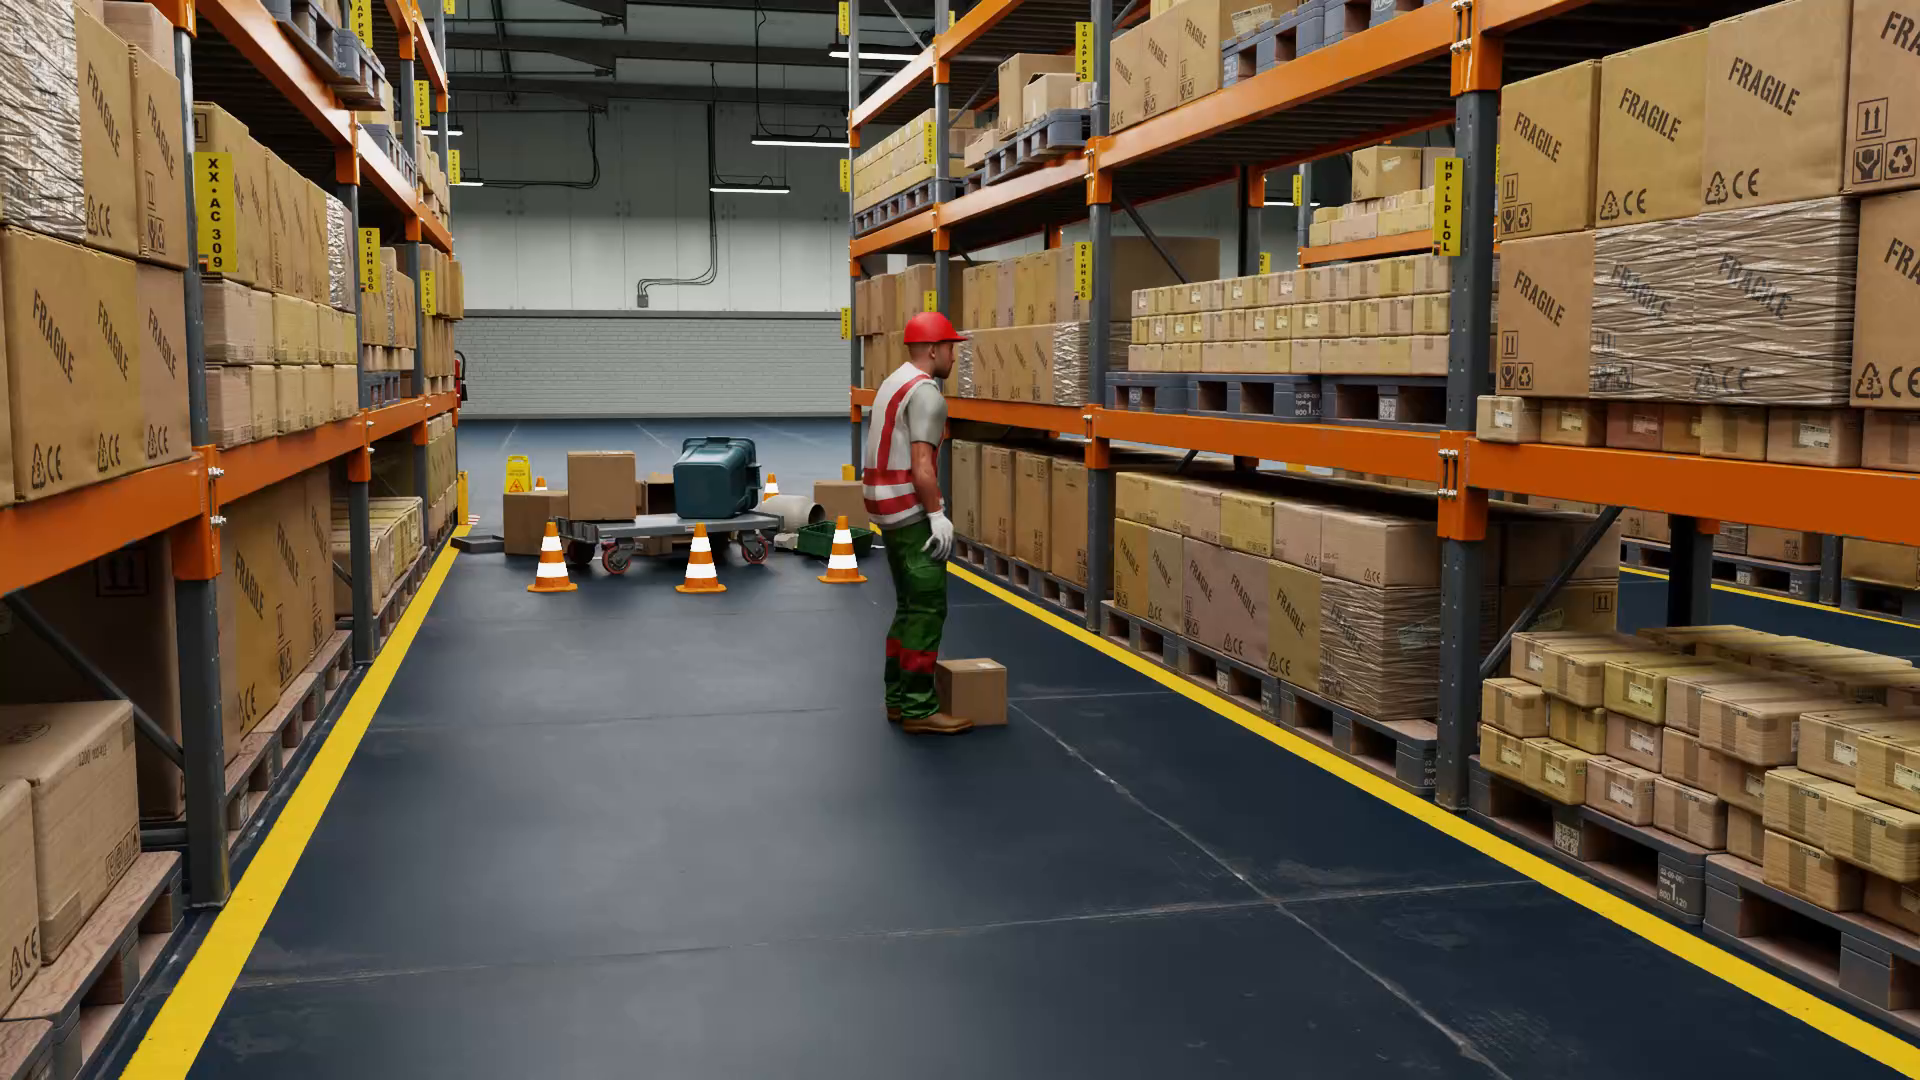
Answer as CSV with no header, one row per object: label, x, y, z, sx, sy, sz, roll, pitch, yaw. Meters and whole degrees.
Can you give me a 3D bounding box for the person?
person,-0.176,-0.087,7.150,0.451,1.778,0.612,-2,6,-17
